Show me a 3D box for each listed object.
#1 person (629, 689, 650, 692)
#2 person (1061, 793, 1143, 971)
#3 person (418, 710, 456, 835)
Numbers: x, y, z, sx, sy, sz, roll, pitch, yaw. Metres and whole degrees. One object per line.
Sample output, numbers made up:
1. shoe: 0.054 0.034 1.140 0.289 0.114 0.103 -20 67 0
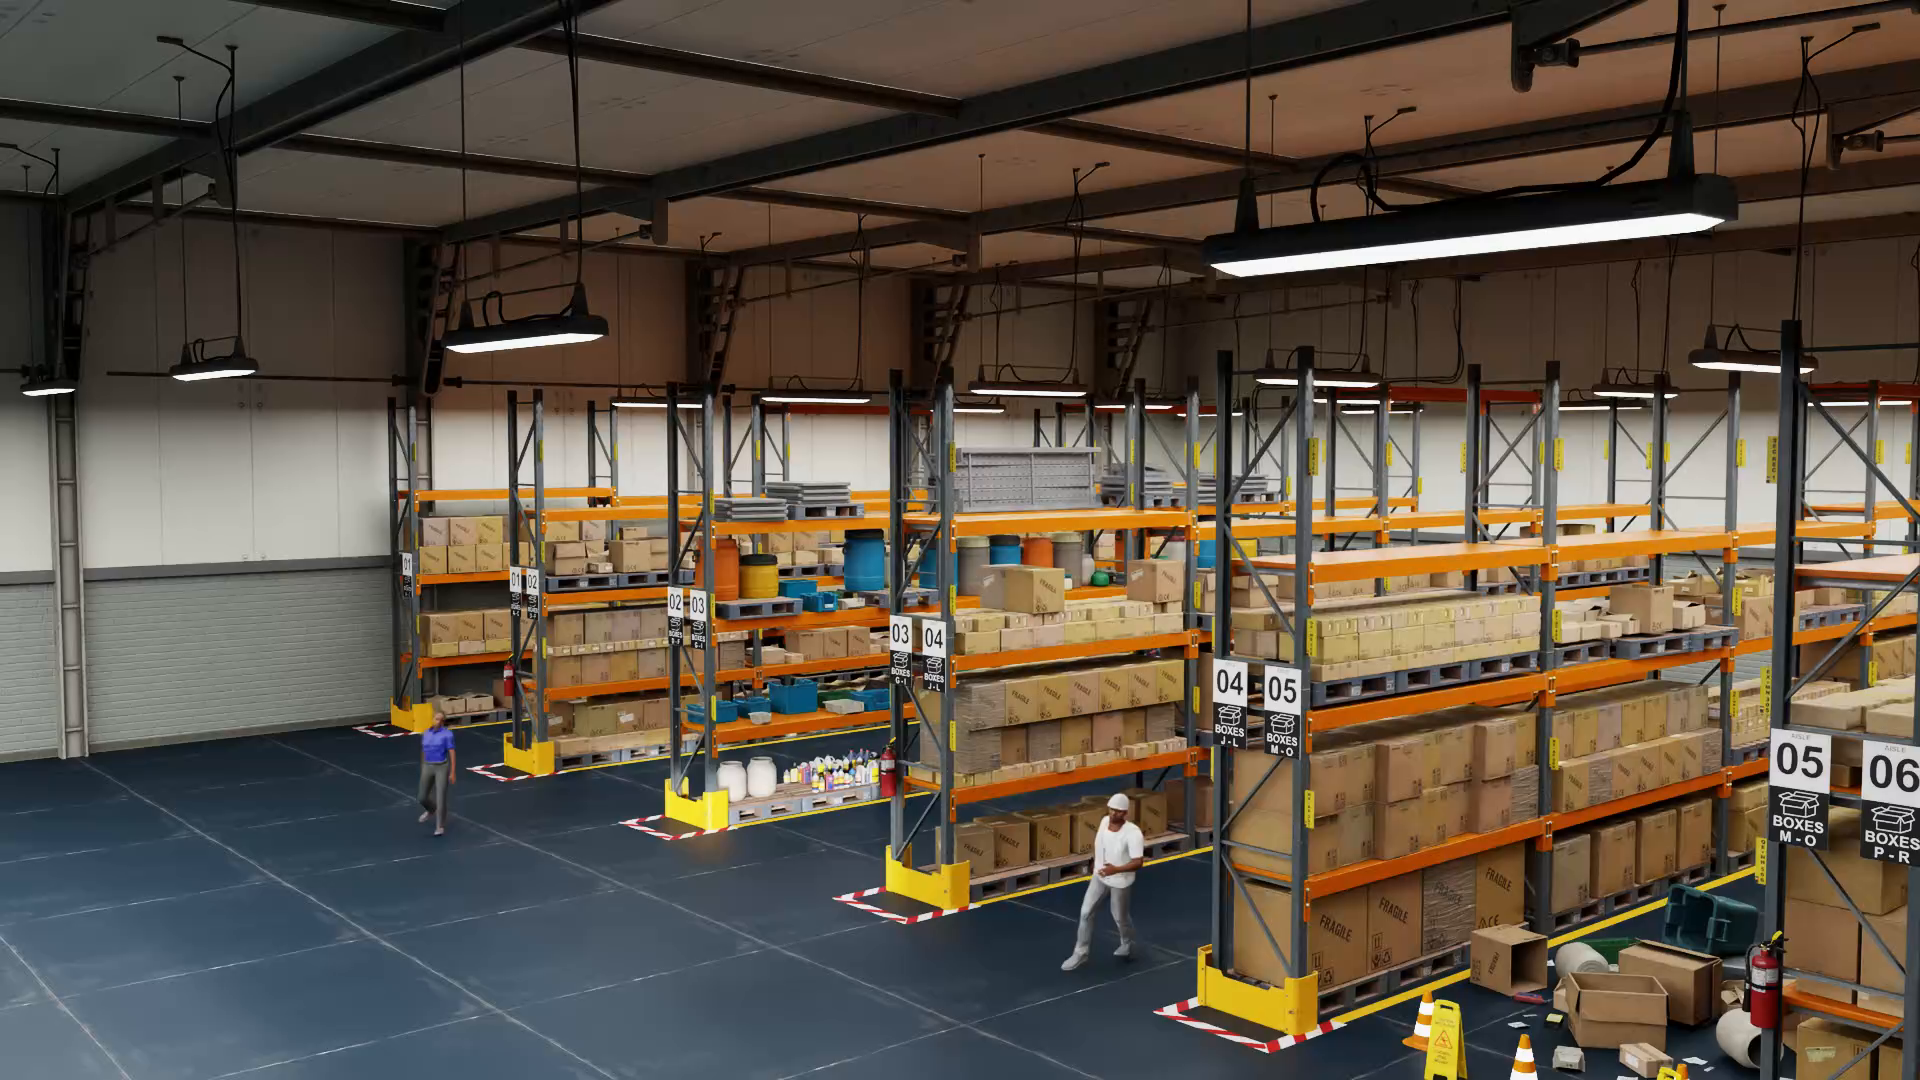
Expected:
1. person: -5.668 2.652 29.481 0.599 1.615 0.611 2 4 36
2. person: 1.516 3.318 16.266 0.734 1.739 0.857 3 4 39
3. person: -6.943 3.050 22.060 0.654 1.643 0.582 0 3 4
